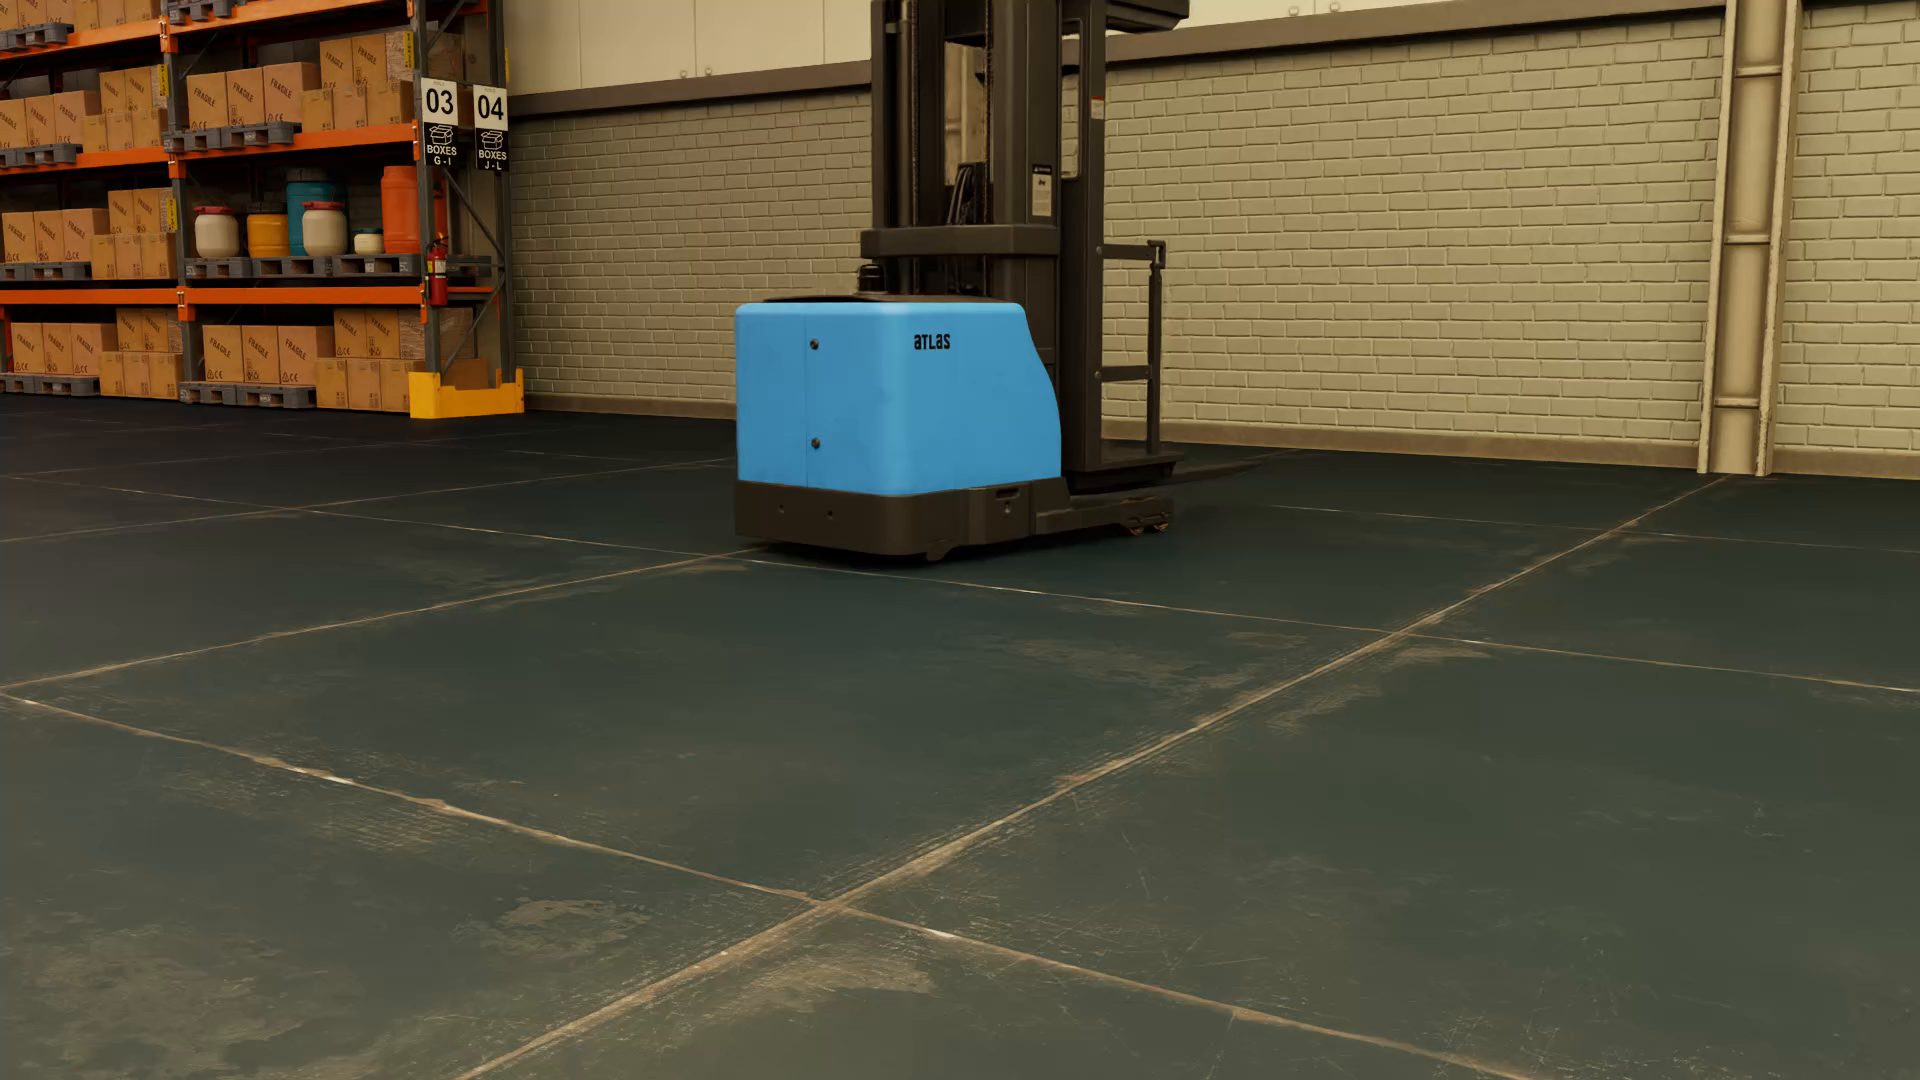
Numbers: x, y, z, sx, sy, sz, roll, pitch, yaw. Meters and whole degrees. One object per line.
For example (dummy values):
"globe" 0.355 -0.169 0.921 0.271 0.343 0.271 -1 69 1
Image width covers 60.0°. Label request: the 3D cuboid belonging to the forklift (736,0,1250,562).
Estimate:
"forklift" 0.350 -1.521 7.889 1.130 2.935 3.031 7 10 39
